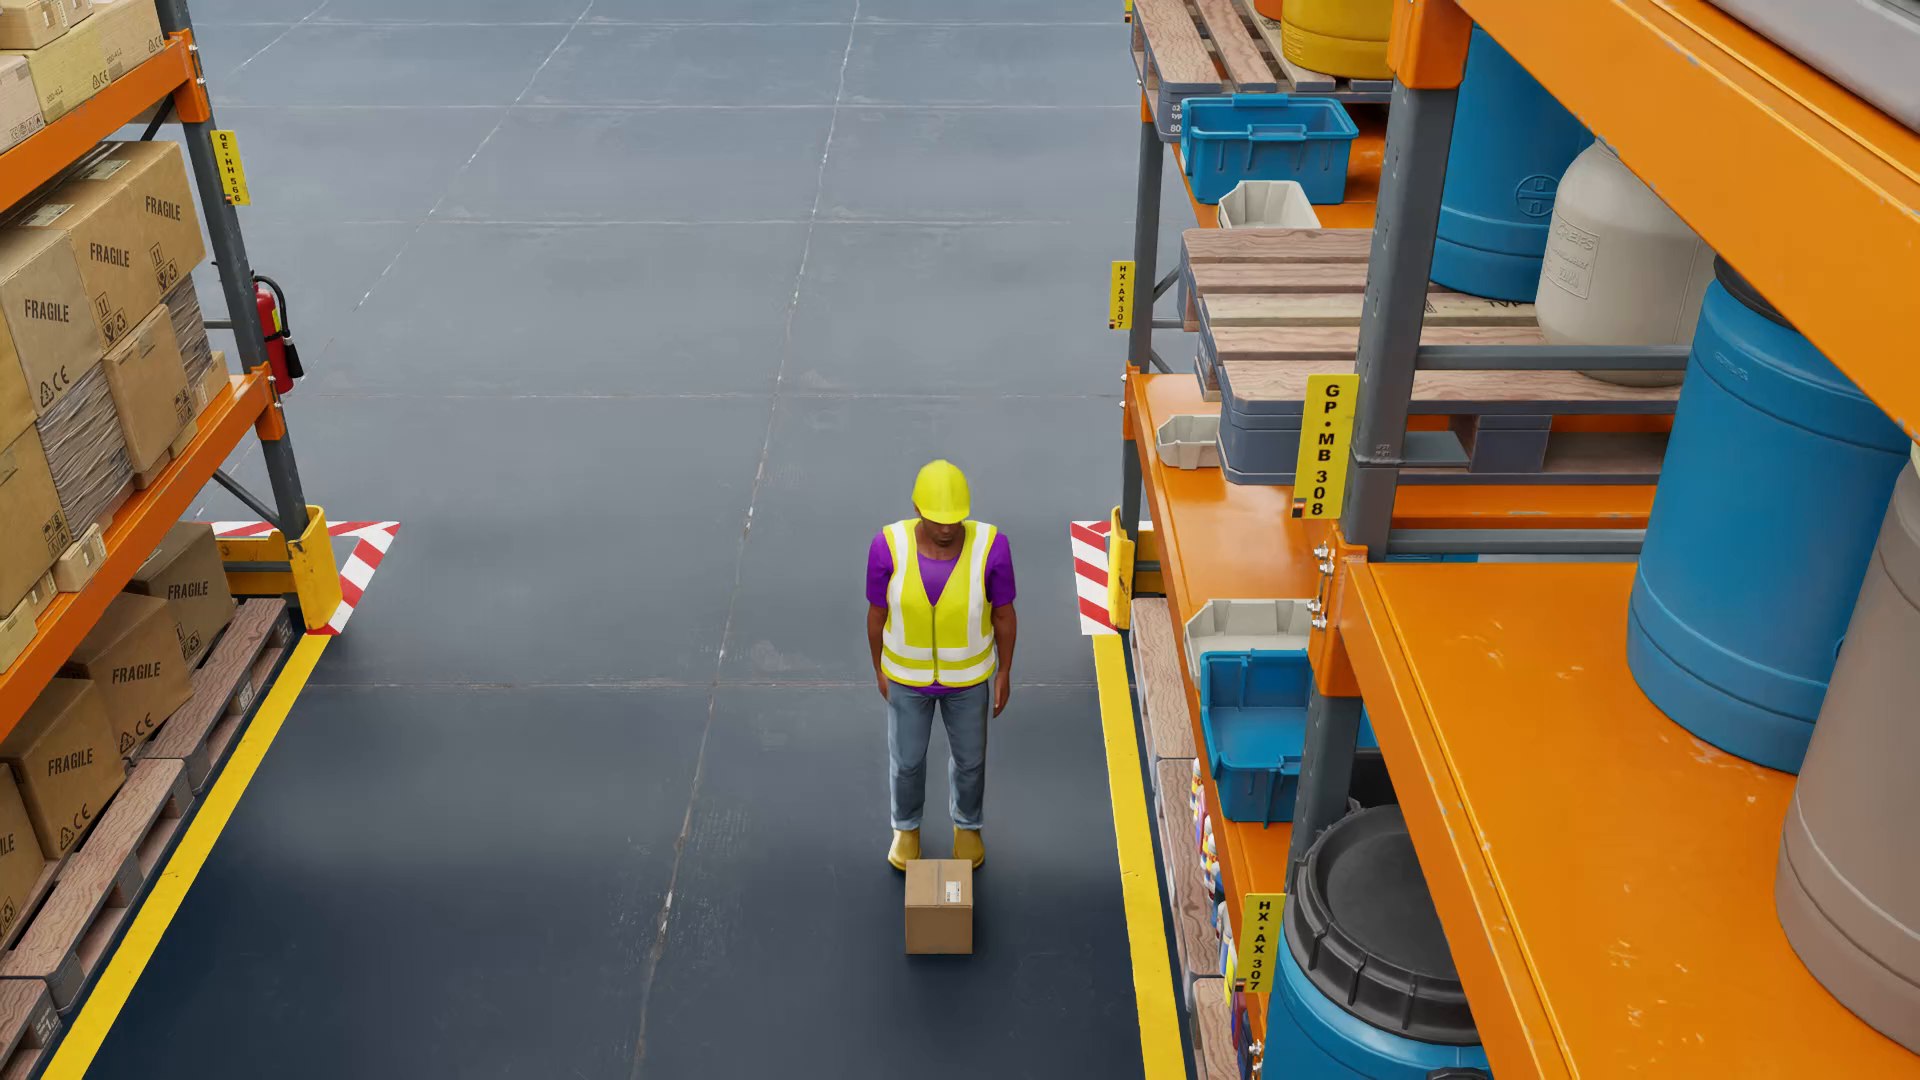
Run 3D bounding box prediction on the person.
[{"bbox_3d":[-0.070,0.491,6.308,0.565,1.762,0.366,1,31,1],"label":"person"}]
